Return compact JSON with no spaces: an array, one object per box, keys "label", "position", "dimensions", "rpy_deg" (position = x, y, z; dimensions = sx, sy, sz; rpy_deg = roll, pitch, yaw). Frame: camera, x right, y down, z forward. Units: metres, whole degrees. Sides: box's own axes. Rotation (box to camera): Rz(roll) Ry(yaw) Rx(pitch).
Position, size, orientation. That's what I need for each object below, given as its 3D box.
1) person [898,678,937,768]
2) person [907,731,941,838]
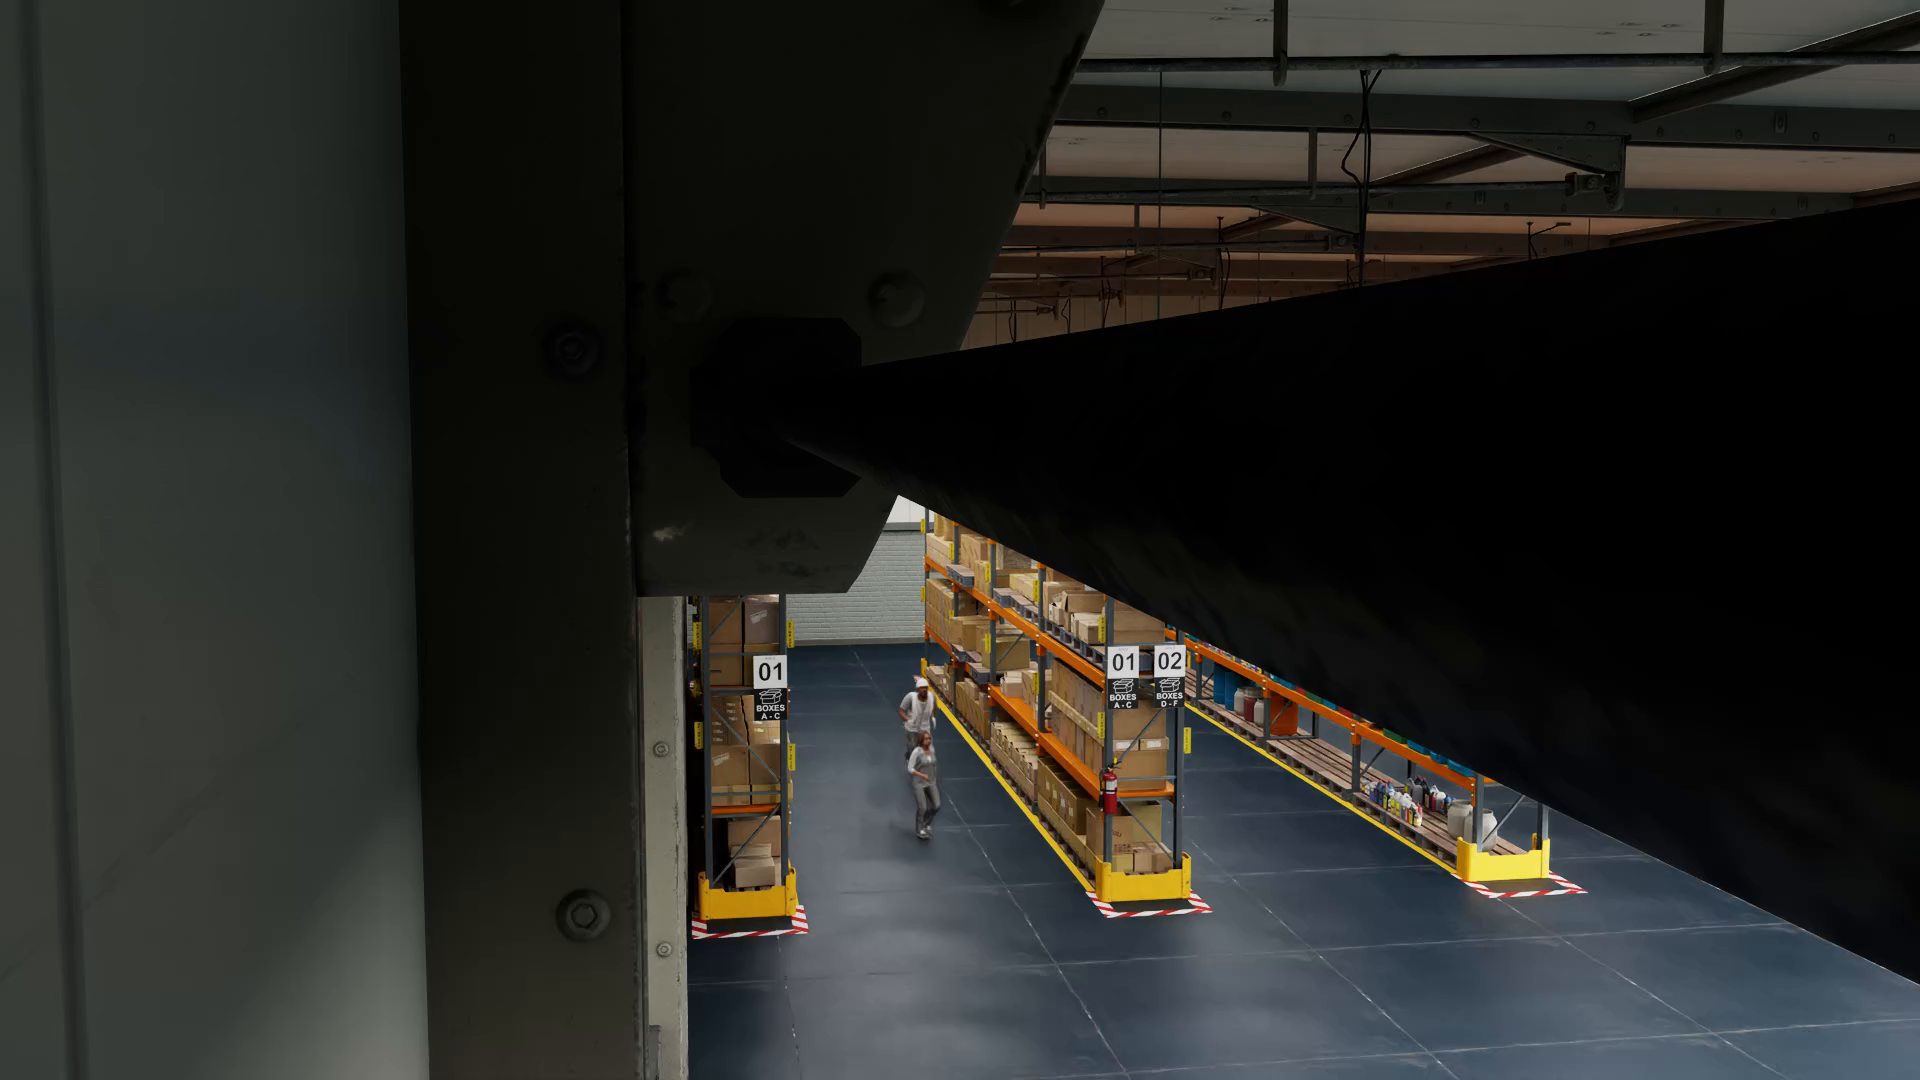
[{"label":"person","position":[-0.688,3.088,26.967],"dimensions":[0.673,1.770,1.126],"rpy_deg":[-1,5,-16]},{"label":"person","position":[-0.490,3.477,23.529],"dimensions":[0.532,1.544,0.575],"rpy_deg":[-3,6,-30]}]
